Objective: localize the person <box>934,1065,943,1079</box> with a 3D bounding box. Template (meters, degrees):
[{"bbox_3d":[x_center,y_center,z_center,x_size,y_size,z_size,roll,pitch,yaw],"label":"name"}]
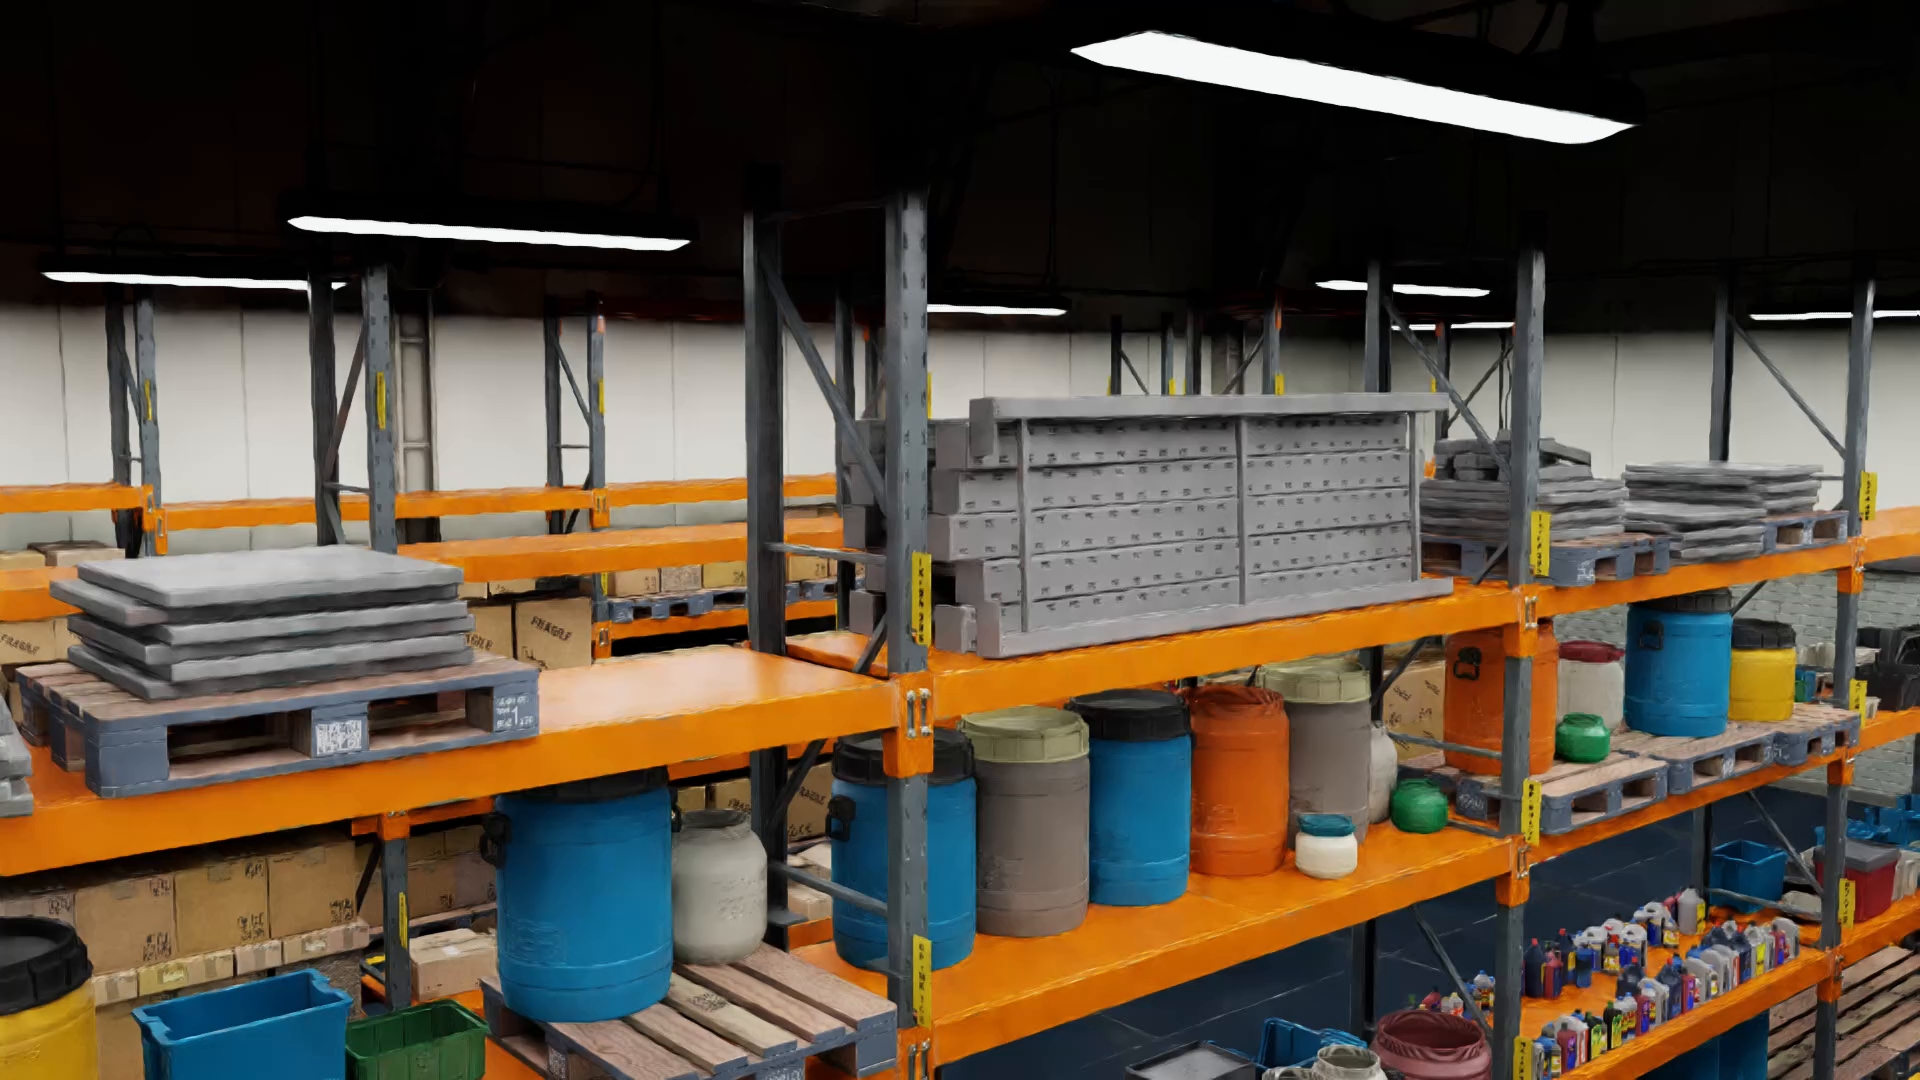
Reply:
[{"bbox_3d":[-0.370,3.362,10.460,0.443,1.574,0.997,5,7,41],"label":"person"}]
